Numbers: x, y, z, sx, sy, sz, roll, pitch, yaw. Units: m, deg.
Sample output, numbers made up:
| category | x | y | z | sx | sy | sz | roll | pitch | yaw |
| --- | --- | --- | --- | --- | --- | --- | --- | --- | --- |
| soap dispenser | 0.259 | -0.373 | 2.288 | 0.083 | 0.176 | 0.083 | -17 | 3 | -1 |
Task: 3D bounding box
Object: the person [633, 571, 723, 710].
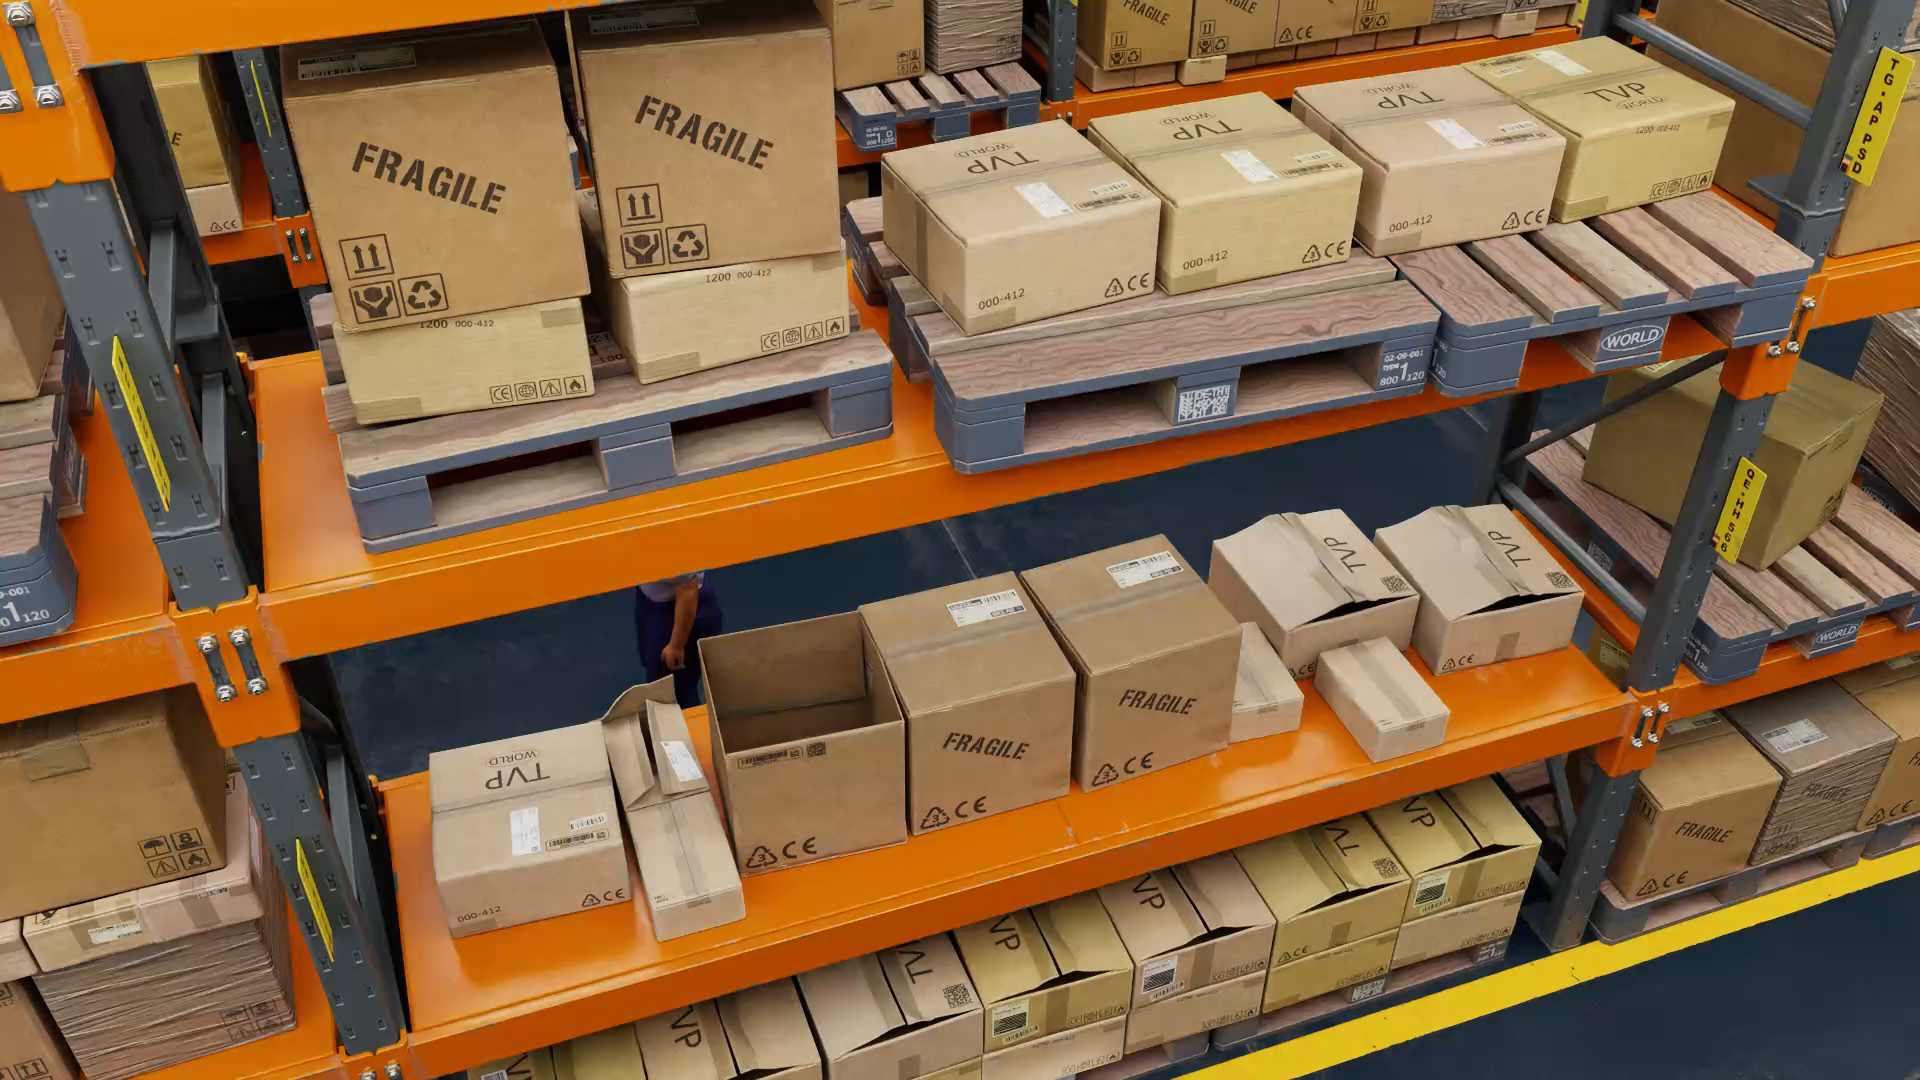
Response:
| category | x | y | z | sx | sy | sz | roll | pitch | yaw |
| --- | --- | --- | --- | --- | --- | --- | --- | --- | --- |
| person | -1.152 | 0.276 | 6.435 | 0.421 | 1.651 | 0.537 | -13 | 40 | -16 |
